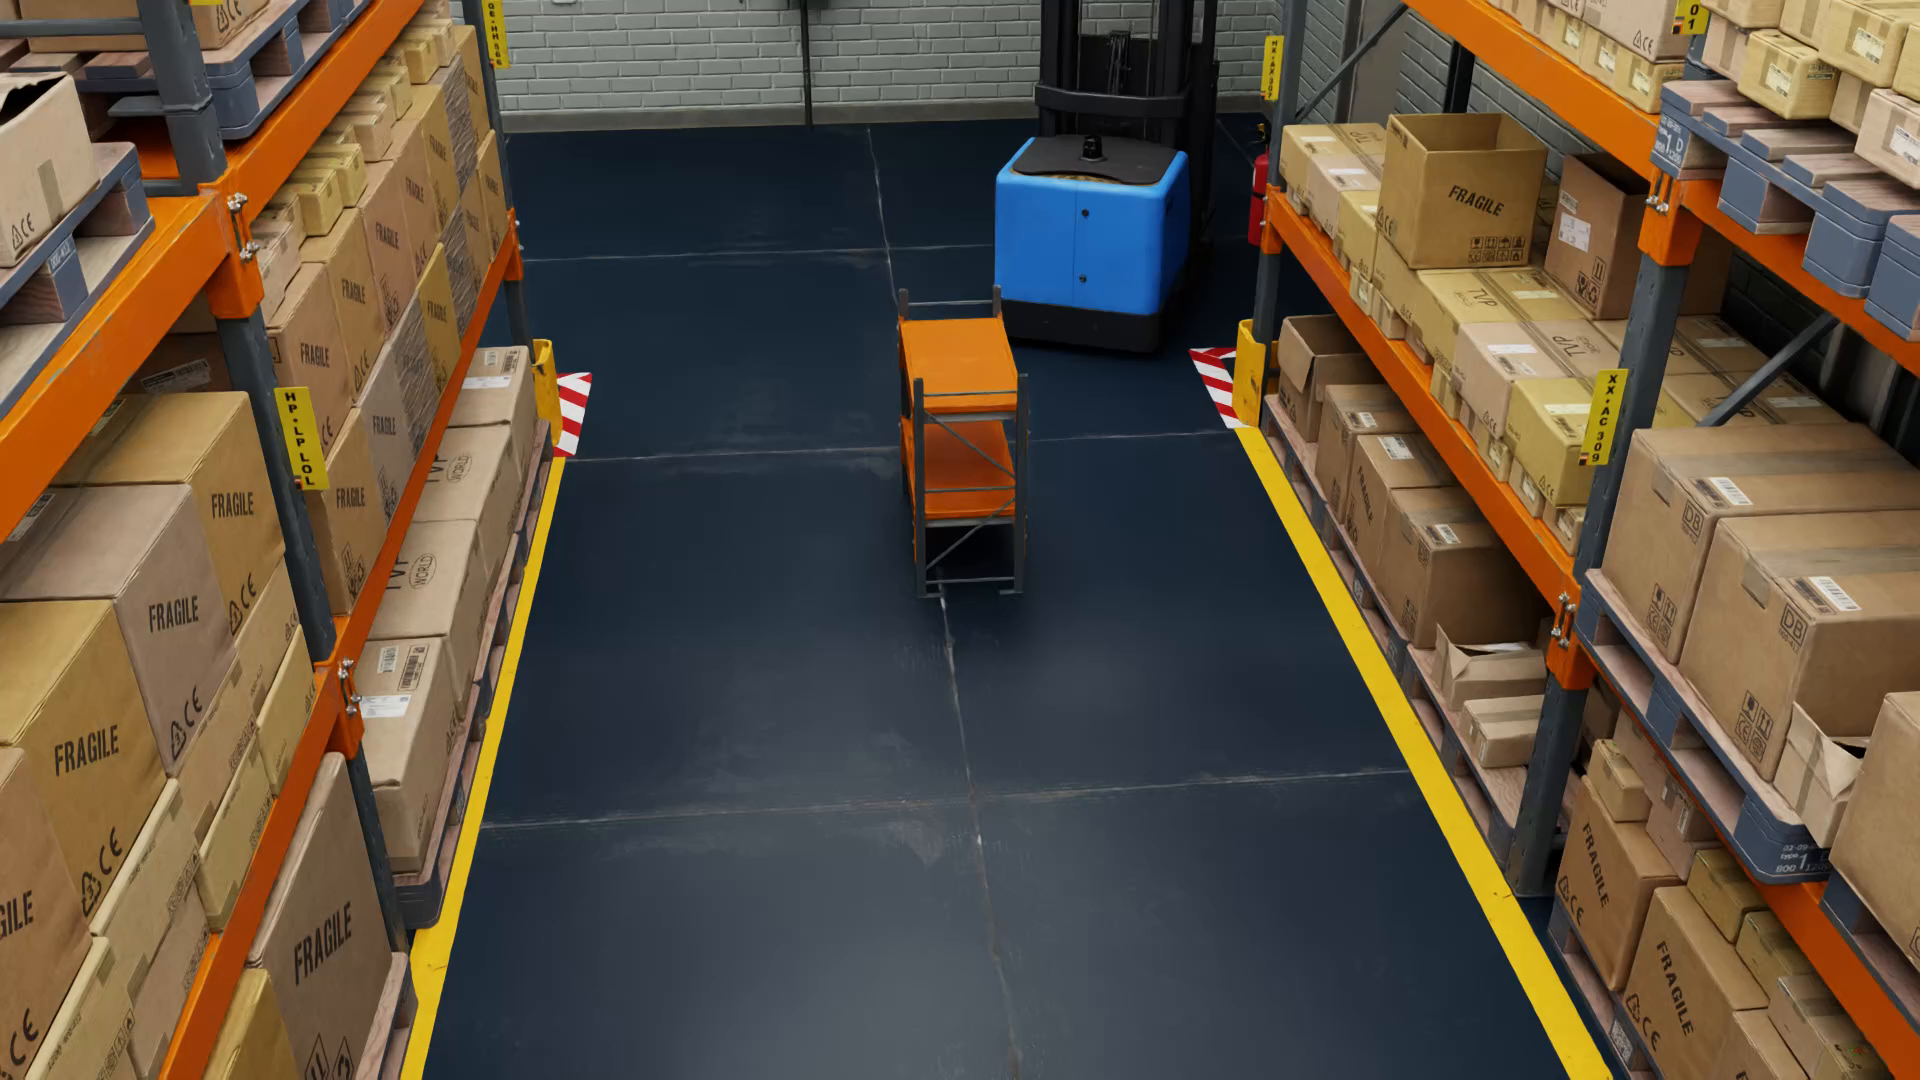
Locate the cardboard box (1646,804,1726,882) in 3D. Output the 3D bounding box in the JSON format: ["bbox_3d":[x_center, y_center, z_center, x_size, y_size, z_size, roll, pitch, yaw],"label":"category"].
[{"bbox_3d":[2.390,0.915,5.189,0.380,0.149,0.250,-4,31,-6],"label":"cardboard box"}]

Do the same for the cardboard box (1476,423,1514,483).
[{"bbox_3d":[2.143,-0.340,6.138,0.380,0.149,0.250,-2,31,-3],"label":"cardboard box"}]

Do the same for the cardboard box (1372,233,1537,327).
[{"bbox_3d":[2.086,-1.118,7.053,0.500,0.250,0.500,-4,31,-6],"label":"cardboard box"}]

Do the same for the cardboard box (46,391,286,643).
[{"bbox_3d":[-2.132,-0.050,4.336,0.500,0.500,0.500,-2,31,-3],"label":"cardboard box"}]

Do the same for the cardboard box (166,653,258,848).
[{"bbox_3d":[-2.086,0.524,4.106,0.500,0.250,0.500,-2,31,-3],"label":"cardboard box"}]

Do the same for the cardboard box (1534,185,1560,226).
[{"bbox_3d":[2.540,-1.400,7.526,0.500,0.250,0.500,-2,31,-3],"label":"cardboard box"}]

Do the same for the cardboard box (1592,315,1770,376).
[{"bbox_3d":[2.687,-0.618,6.216,0.500,0.250,0.500,-3,31,-5],"label":"cardboard box"}]

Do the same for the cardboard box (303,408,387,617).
[{"bbox_3d":[-2.207,-0.089,5.376,0.500,0.500,0.500,-2,31,-3],"label":"cardboard box"}]

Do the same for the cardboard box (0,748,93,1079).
[{"bbox_3d":[-1.985,0.737,3.018,0.500,0.500,0.500,-2,31,-4],"label":"cardboard box"}]

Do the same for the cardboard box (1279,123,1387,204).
[{"bbox_3d":[1.919,-1.894,8.352,0.500,0.250,0.500,-3,31,-4],"label":"cardboard box"}]

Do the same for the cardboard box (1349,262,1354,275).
[{"bbox_3d":[2.024,-1.259,7.678,0.380,0.149,0.250,-2,31,-4],"label":"cardboard box"}]

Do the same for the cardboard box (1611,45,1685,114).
[{"bbox_3d":[2.190,-1.383,4.959,0.380,0.149,0.250,-3,31,-5],"label":"cardboard box"}]

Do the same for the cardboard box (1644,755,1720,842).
[{"bbox_3d":[2.359,0.780,5.125,0.380,0.149,0.250,-4,31,-7],"label":"cardboard box"}]

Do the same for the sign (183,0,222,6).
[{"bbox_3d":[-1.884,-1.469,4.049,0.100,0.325,0.005,-3,31,-5],"label":"sign"}]

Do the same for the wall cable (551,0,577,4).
[{"bbox_3d":[-3.347,-5.163,12.948,0.585,1.953,0.123,-3,31,-5],"label":"wall cable"}]

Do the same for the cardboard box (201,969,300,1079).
[{"bbox_3d":[-2.194,1.712,4.121,0.875,0.875,0.875,-2,31,-3],"label":"cardboard box"}]

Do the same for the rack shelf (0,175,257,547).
[{"bbox_3d":[-2.237,0.249,2.685,1.077,0.370,4.000,-3,31,-5],"label":"rack shelf"}]

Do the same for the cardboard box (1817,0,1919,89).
[{"bbox_3d":[2.187,-1.126,3.733,0.380,0.149,0.250,-3,31,-6],"label":"cardboard box"}]

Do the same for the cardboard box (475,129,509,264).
[{"bbox_3d":[-2.489,-1.645,7.982,0.500,0.500,0.500,-3,31,-4],"label":"cardboard box"}]

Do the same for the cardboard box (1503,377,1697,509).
[{"bbox_3d":[2.228,-0.345,5.759,0.500,0.250,0.500,-2,31,-3],"label":"cardboard box"}]

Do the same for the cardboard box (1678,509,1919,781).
[{"bbox_3d":[2.389,0.266,4.373,0.700,0.500,0.500,-2,31,-4],"label":"cardboard box"}]

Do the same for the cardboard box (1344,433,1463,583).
[{"bbox_3d":[2.098,-0.153,7.609,0.500,0.500,0.500,-2,31,-4],"label":"cardboard box"}]

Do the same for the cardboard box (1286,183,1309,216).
[{"bbox_3d":[1.902,-1.787,8.561,0.380,0.149,0.250,-3,31,-5],"label":"cardboard box"}]

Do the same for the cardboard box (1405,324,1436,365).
[{"bbox_3d":[2.111,-0.865,7.018,0.380,0.149,0.250,-3,31,-5],"label":"cardboard box"}]

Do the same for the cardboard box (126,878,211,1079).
[{"bbox_3d":[-2.056,1.006,3.786,0.500,0.250,0.500,-4,31,-6],"label":"cardboard box"}]

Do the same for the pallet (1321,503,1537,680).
[{"bbox_3d":[2.338,0.189,7.728,1.003,0.211,1.213,-3,31,-5],"label":"pallet"}]

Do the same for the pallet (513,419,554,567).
[{"bbox_3d":[-2.645,-0.234,8.436,1.003,0.211,1.213,-3,31,-5],"label":"pallet"}]

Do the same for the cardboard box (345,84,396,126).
[{"bbox_3d":[-2.385,-1.629,6.347,0.380,0.149,0.250,-2,31,-3],"label":"cardboard box"}]

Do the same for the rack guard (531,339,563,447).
[{"bbox_3d":[-2.799,-0.775,9.060,1.175,0.500,0.348,-3,31,-5],"label":"rack guard"}]

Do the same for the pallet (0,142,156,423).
[{"bbox_3d":[-2.289,-0.534,3.480,0.805,0.209,1.217,-4,31,-7],"label":"pallet"}]

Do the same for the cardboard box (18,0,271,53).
[{"bbox_3d":[-2.269,-1.658,4.571,0.500,0.500,0.500,-2,31,-4],"label":"cardboard box"}]

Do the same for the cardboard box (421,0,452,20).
[{"bbox_3d":[-2.564,-2.413,7.659,0.380,0.149,0.250,-2,31,-4],"label":"cardboard box"}]

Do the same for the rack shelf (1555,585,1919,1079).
[{"bbox_3d":[2.705,1.297,3.856,1.077,0.370,4.000,-3,31,-5],"label":"rack shelf"}]

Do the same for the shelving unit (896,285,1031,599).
[{"bbox_3d":[-0.001,-0.486,7.967,0.538,1.125,1.048,-3,31,-5],"label":"shelving unit"}]

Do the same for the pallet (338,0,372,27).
[{"bbox_3d":[-2.600,-2.083,5.973,1.003,0.211,1.213,-3,31,-5],"label":"pallet"}]

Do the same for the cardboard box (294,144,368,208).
[{"bbox_3d":[-2.258,-1.243,5.701,0.380,0.149,0.250,-4,31,-6],"label":"cardboard box"}]

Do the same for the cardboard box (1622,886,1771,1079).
[{"bbox_3d":[2.399,1.389,5.028,0.500,0.500,0.500,-3,31,-5],"label":"cardboard box"}]

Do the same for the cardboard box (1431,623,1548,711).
[{"bbox_3d":[2.140,0.507,6.732,0.396,0.266,0.258,-2,31,-3],"label":"cardboard box"}]

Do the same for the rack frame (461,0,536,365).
[{"bbox_3d":[-2.797,-1.836,8.398,1.000,3.000,0.127,-3,31,-5],"label":"rack frame"}]

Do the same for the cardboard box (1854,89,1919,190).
[{"bbox_3d":[2.200,-0.873,3.600,0.380,0.149,0.250,-2,31,-4],"label":"cardboard box"}]

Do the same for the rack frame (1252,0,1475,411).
[{"bbox_3d":[2.144,-2.076,8.800,1.000,3.000,0.127,-3,31,-5],"label":"rack frame"}]

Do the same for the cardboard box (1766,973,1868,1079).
[{"bbox_3d":[2.450,1.314,4.521,0.380,0.149,0.250,-3,31,-5],"label":"cardboard box"}]

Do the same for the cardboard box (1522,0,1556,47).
[{"bbox_3d":[2.136,-1.771,5.610,0.380,0.149,0.250,-3,31,-5],"label":"cardboard box"}]

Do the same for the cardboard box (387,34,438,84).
[{"bbox_3d":[-2.426,-2.026,7.012,0.380,0.149,0.250,-2,31,-3],"label":"cardboard box"}]

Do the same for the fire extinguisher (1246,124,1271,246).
[{"bbox_3d":[1.671,-1.935,9.004,0.296,0.674,0.183,-3,31,-5],"label":"fire extinguisher"}]

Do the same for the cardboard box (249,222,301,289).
[{"bbox_3d":[-2.234,-0.848,5.039,0.380,0.149,0.250,-2,31,-4],"label":"cardboard box"}]

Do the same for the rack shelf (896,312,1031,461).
[{"bbox_3d":[-0.001,-0.738,7.817,0.538,0.278,1.000,-3,31,-5],"label":"rack shelf"}]

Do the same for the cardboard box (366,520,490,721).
[{"bbox_3d":[-2.459,0.343,6.839,0.875,0.438,0.875,-4,31,-6],"label":"cardboard box"}]

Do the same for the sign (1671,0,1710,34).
[{"bbox_3d":[1.979,-1.513,4.429,0.100,0.325,0.005,-3,31,-5],"label":"sign"}]

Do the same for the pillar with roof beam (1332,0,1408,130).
[{"bbox_3d":[-1.496,-5.865,9.293,9.100,9.000,0.400,-3,31,-5],"label":"pillar with roof beam"}]

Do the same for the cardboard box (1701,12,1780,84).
[{"bbox_3d":[2.150,-1.265,4.255,0.380,0.149,0.250,-2,31,-4],"label":"cardboard box"}]

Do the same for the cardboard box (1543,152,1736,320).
[{"bbox_3d":[2.644,-1.192,6.445,0.500,0.500,0.500,-4,31,-6],"label":"cardboard box"}]

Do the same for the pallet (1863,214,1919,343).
[{"bbox_3d":[2.609,-0.375,3.210,1.213,0.211,1.003,-3,31,-5],"label":"pallet"}]

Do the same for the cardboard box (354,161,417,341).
[{"bbox_3d":[-2.304,-1.041,5.995,0.500,0.500,0.500,-2,31,-4],"label":"cardboard box"}]

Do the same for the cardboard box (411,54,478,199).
[{"bbox_3d":[-2.437,-1.808,7.279,0.500,0.500,0.500,-3,31,-4],"label":"cardboard box"}]

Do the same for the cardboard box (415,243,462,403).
[{"bbox_3d":[-2.338,-0.863,6.672,0.500,0.500,0.500,-2,31,-3],"label":"cardboard box"}]

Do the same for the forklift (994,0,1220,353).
[{"bbox_3d":[1.113,-3.130,10.632,1.130,2.935,3.031,9,32,14],"label":"forklift"}]
